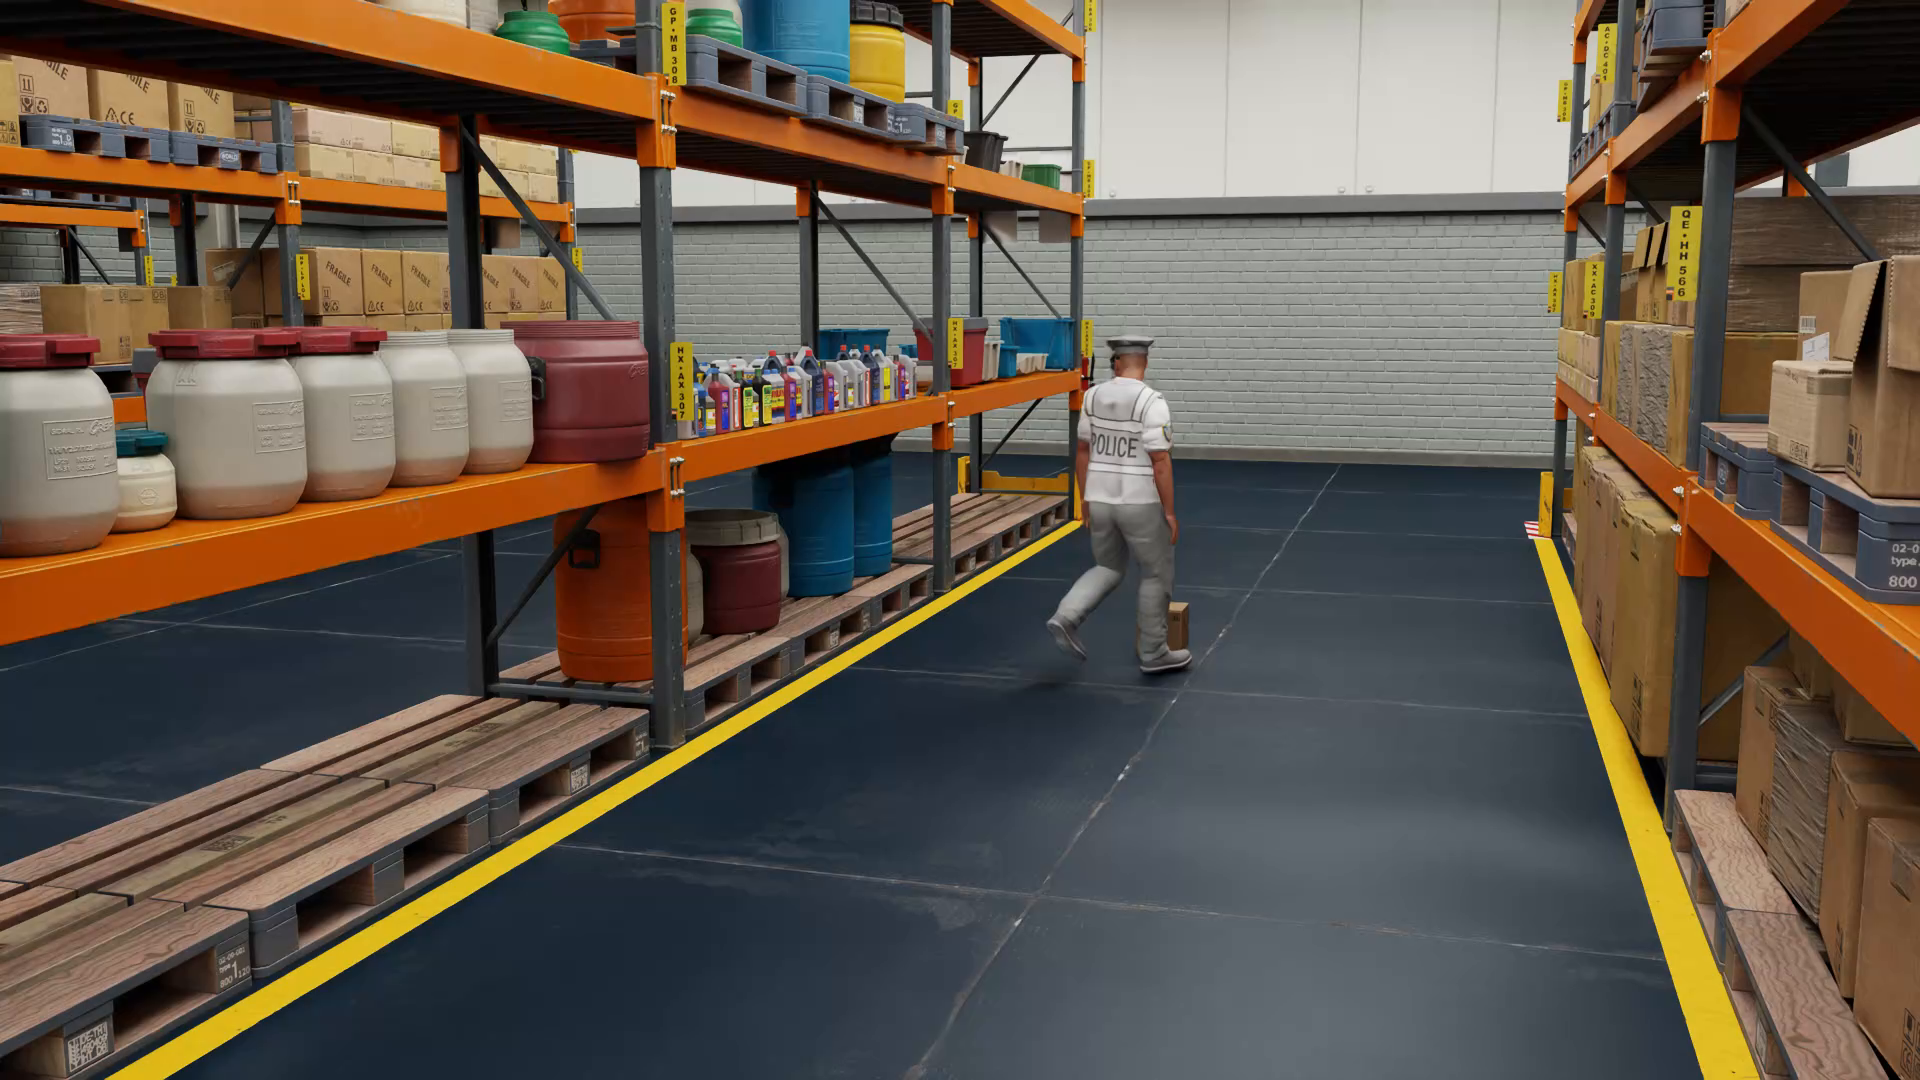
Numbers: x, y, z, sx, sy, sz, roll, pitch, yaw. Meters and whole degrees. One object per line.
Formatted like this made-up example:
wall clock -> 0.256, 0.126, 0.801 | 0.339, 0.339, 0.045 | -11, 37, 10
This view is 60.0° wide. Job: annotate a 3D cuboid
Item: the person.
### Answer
person -> 0.856, -0.180, 8.507 | 0.582, 1.729, 0.704 | 8, 12, 44
